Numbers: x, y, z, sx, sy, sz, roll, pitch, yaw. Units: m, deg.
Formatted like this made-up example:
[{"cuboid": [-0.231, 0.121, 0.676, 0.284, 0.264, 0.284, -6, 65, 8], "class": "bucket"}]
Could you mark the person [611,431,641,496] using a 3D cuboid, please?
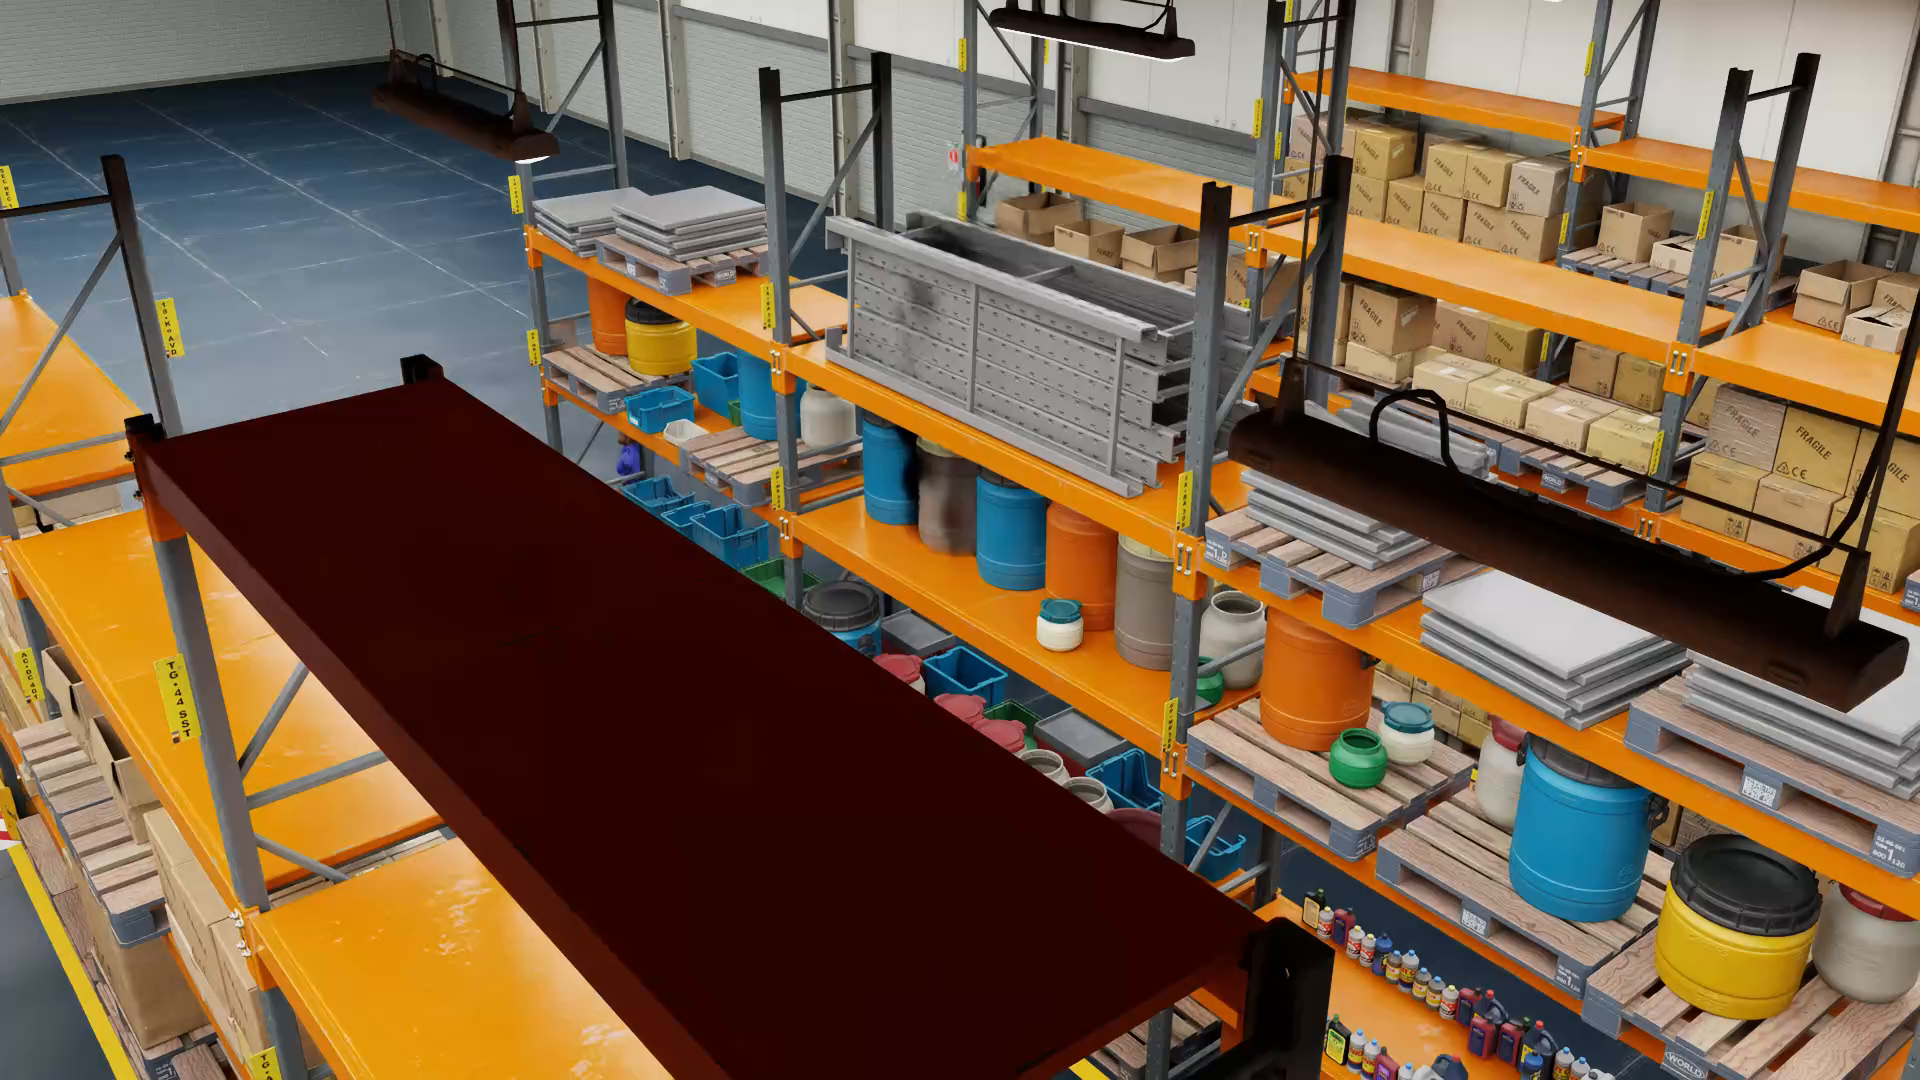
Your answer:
[{"cuboid": [-3.413, -0.464, 17.374, 0.547, 1.612, 0.555, 0, 26, -1], "class": "person"}]
